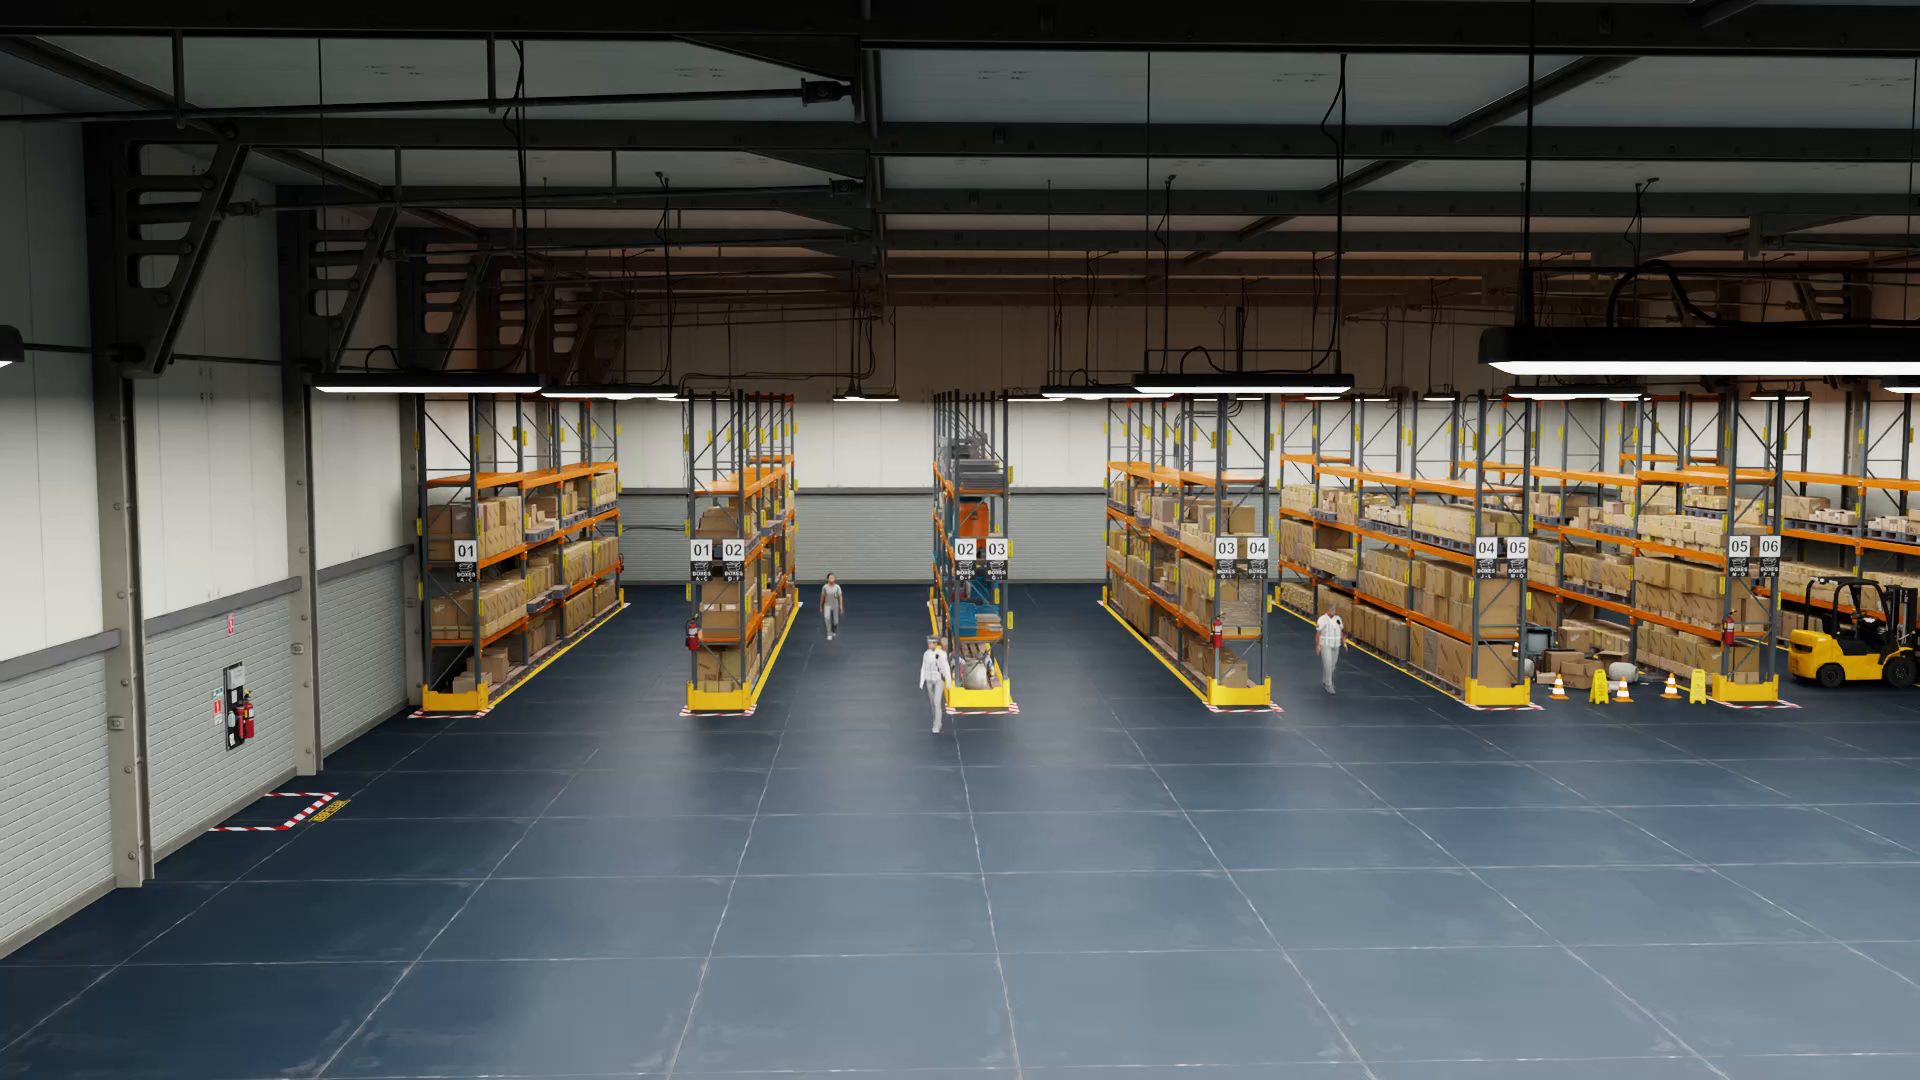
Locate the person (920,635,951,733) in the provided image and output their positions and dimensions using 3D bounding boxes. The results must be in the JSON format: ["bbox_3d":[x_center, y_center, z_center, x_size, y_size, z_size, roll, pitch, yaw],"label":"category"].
[{"bbox_3d":[-0.480,2.515,29.175,0.603,1.666,0.710,3,6,33],"label":"person"}]

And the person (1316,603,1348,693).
[{"bbox_3d":[7.460,2.141,33.321,0.586,1.782,0.637,-2,5,-20],"label":"person"}]

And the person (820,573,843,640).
[{"bbox_3d":[-2.992,1.534,38.684,0.504,1.535,1.079,-1,5,-11],"label":"person"}]
